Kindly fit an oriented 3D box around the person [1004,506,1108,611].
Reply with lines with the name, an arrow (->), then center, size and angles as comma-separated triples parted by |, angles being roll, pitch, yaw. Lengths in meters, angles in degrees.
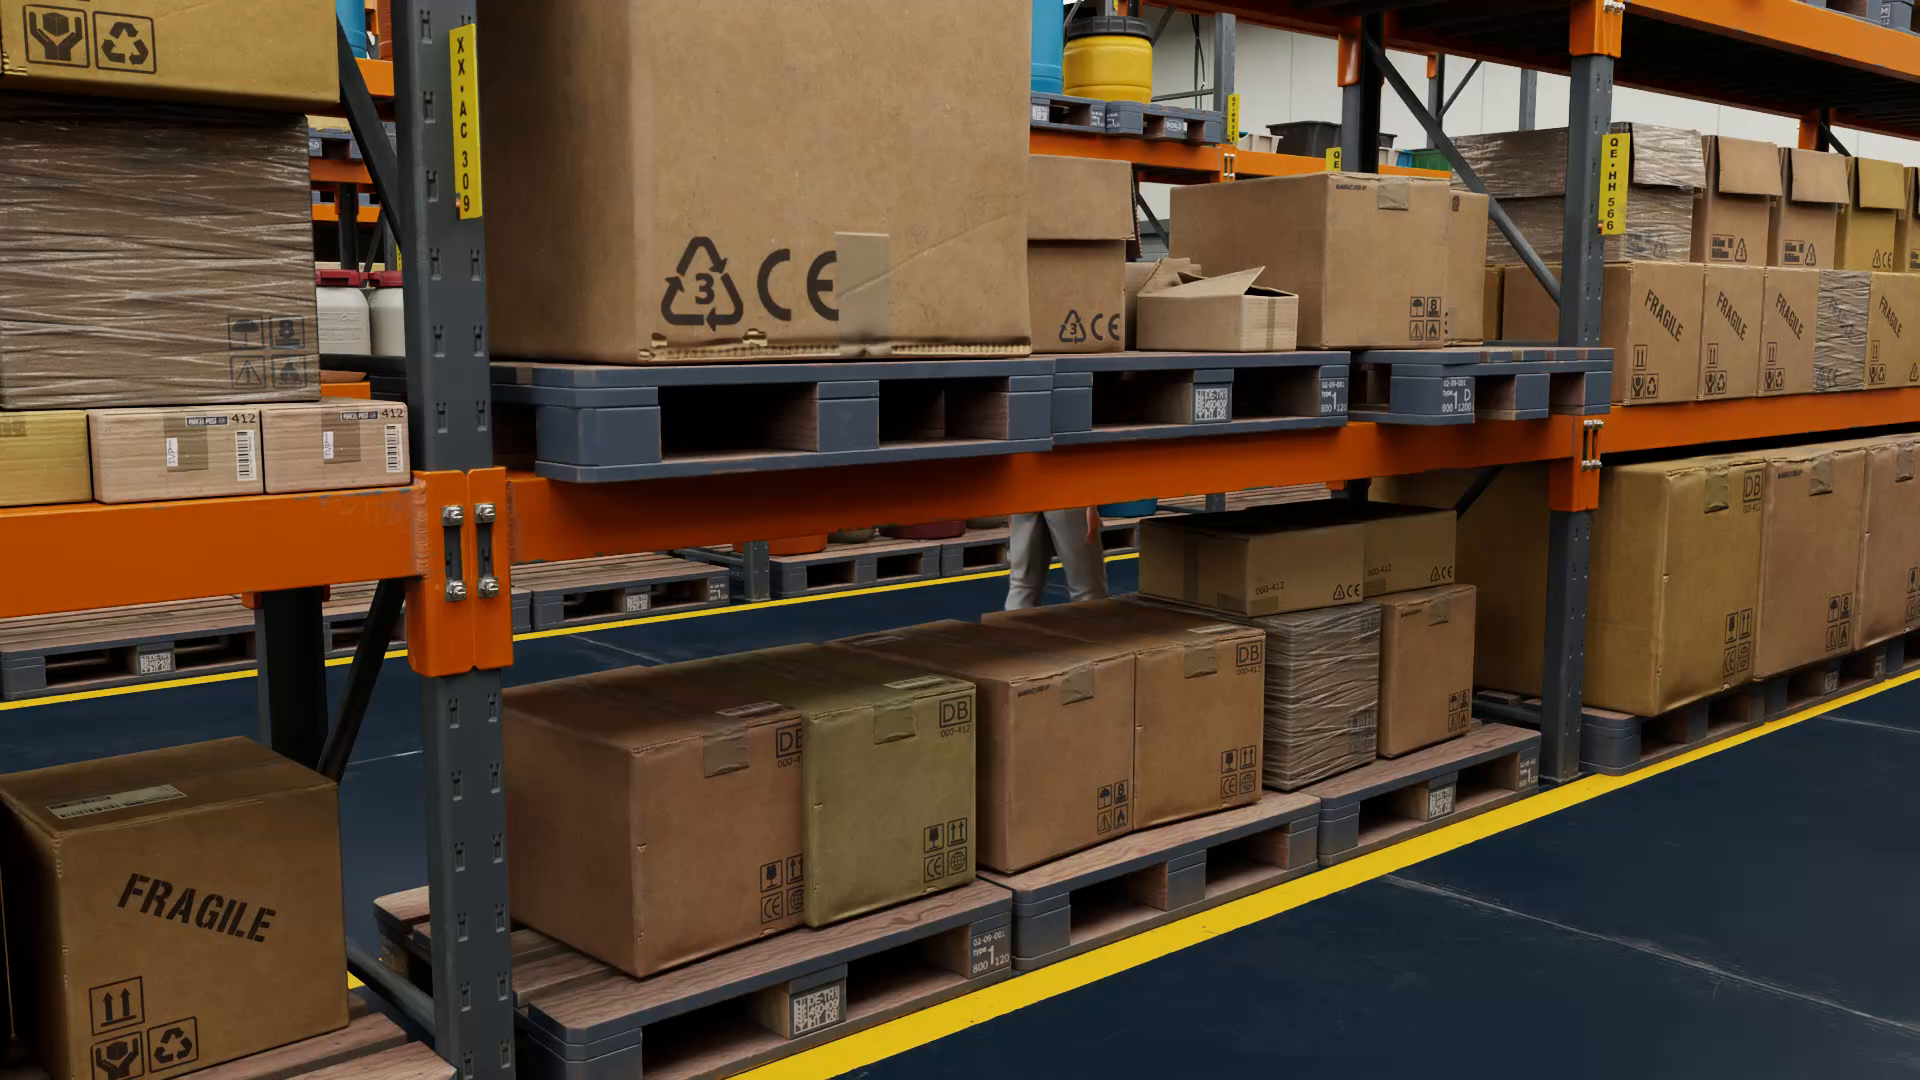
person -> 0.439, -0.149, 6.882 | 0.462, 1.662, 0.663 | 7, 10, 42
